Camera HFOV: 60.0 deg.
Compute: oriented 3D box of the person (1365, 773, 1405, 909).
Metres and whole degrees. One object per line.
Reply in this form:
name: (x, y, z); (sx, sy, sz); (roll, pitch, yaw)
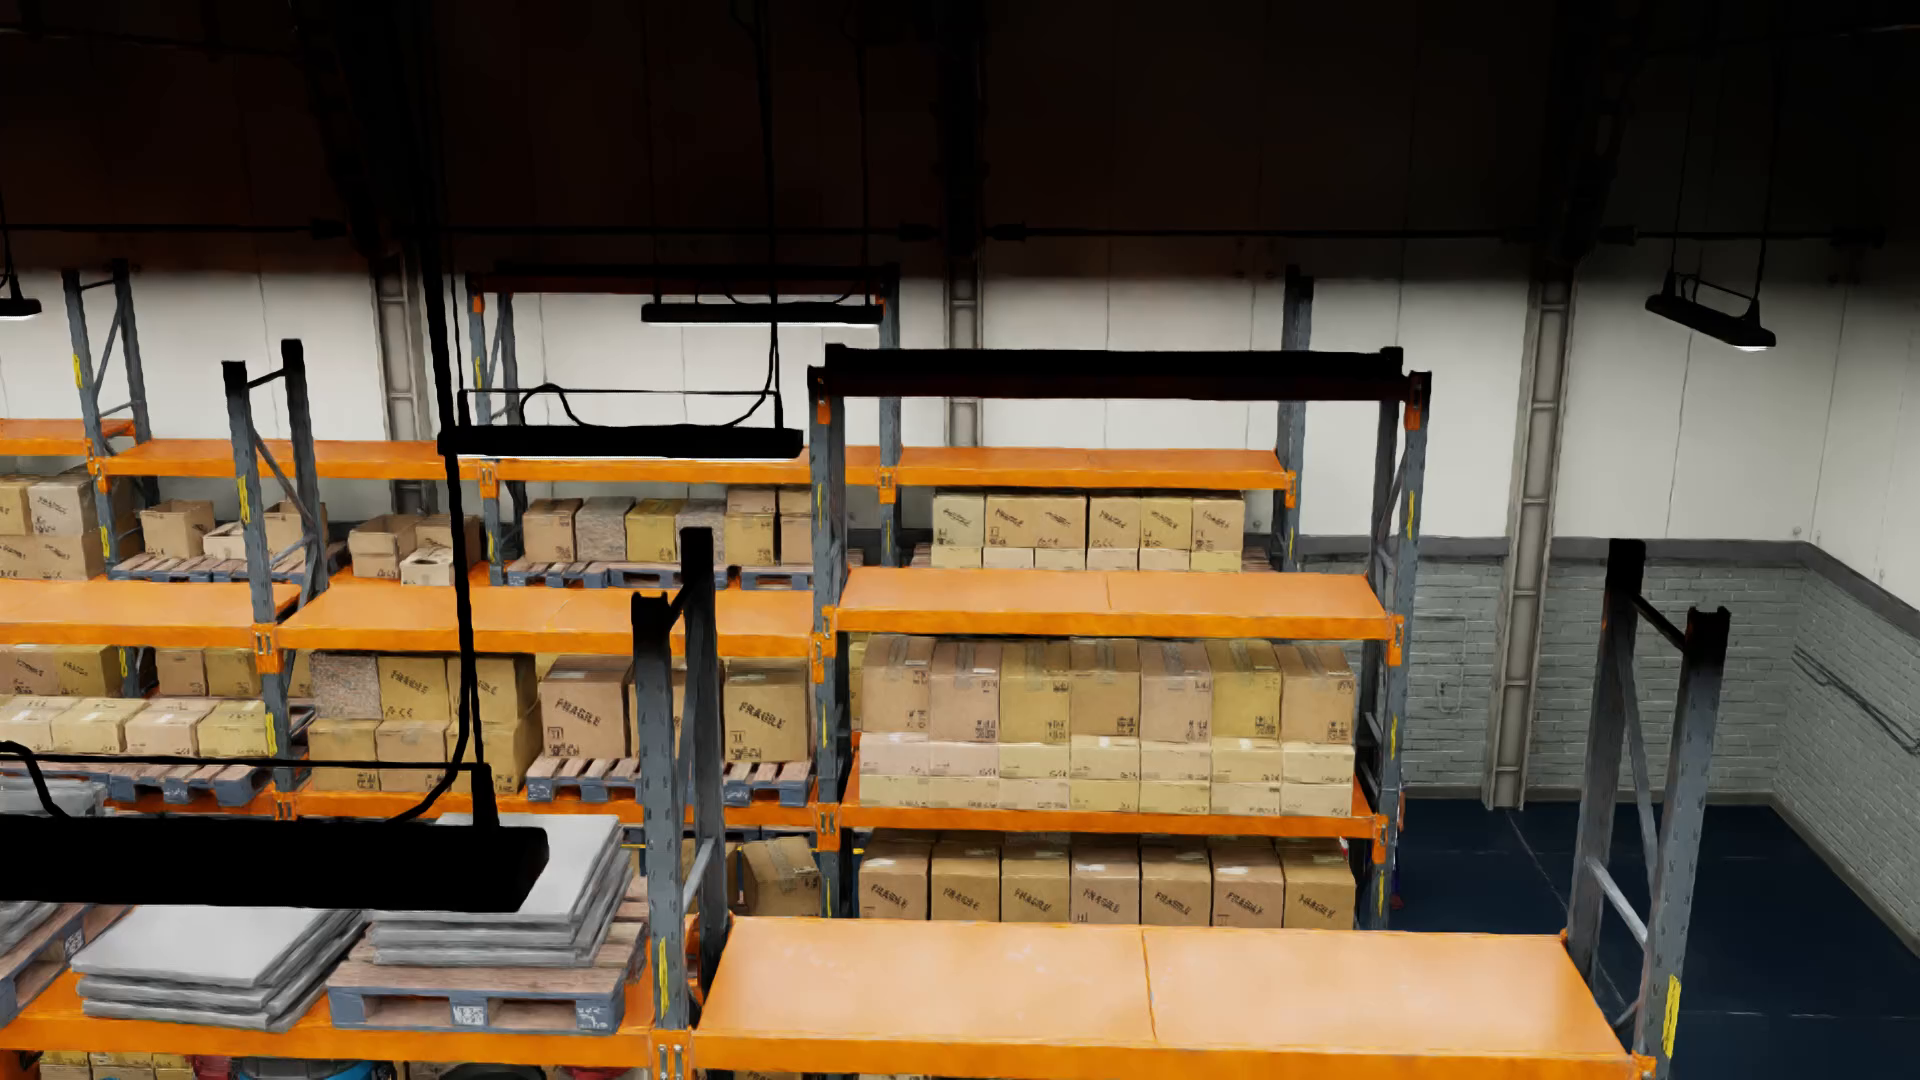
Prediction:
person: (4.124, 2.721, 16.304); (0.720, 1.623, 0.526); (11, 20, 34)
